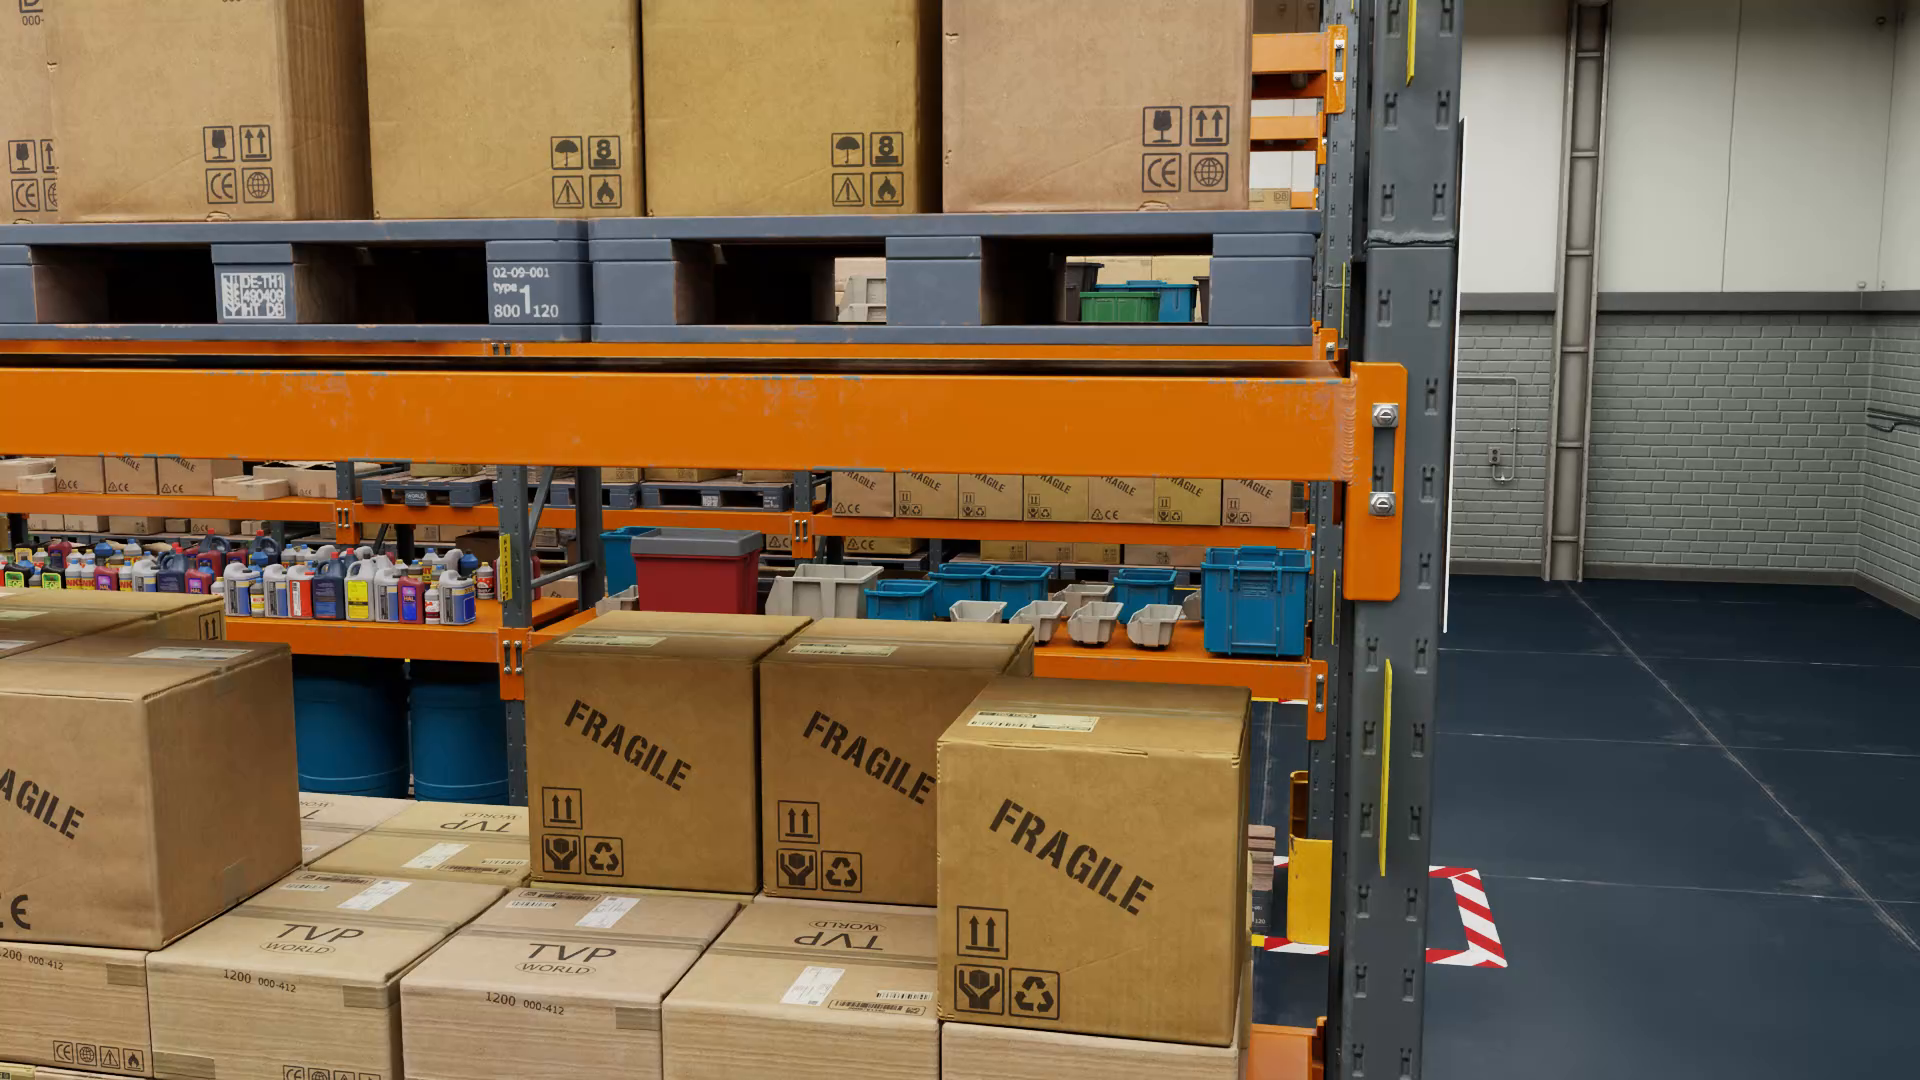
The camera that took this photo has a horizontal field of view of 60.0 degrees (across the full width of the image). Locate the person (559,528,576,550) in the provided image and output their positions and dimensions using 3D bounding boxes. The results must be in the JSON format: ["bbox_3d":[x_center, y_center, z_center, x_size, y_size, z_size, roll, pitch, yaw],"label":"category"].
[{"bbox_3d":[-3.956,-0.385,17.435,0.753,1.769,0.550,4,9,28],"label":"person"}]
